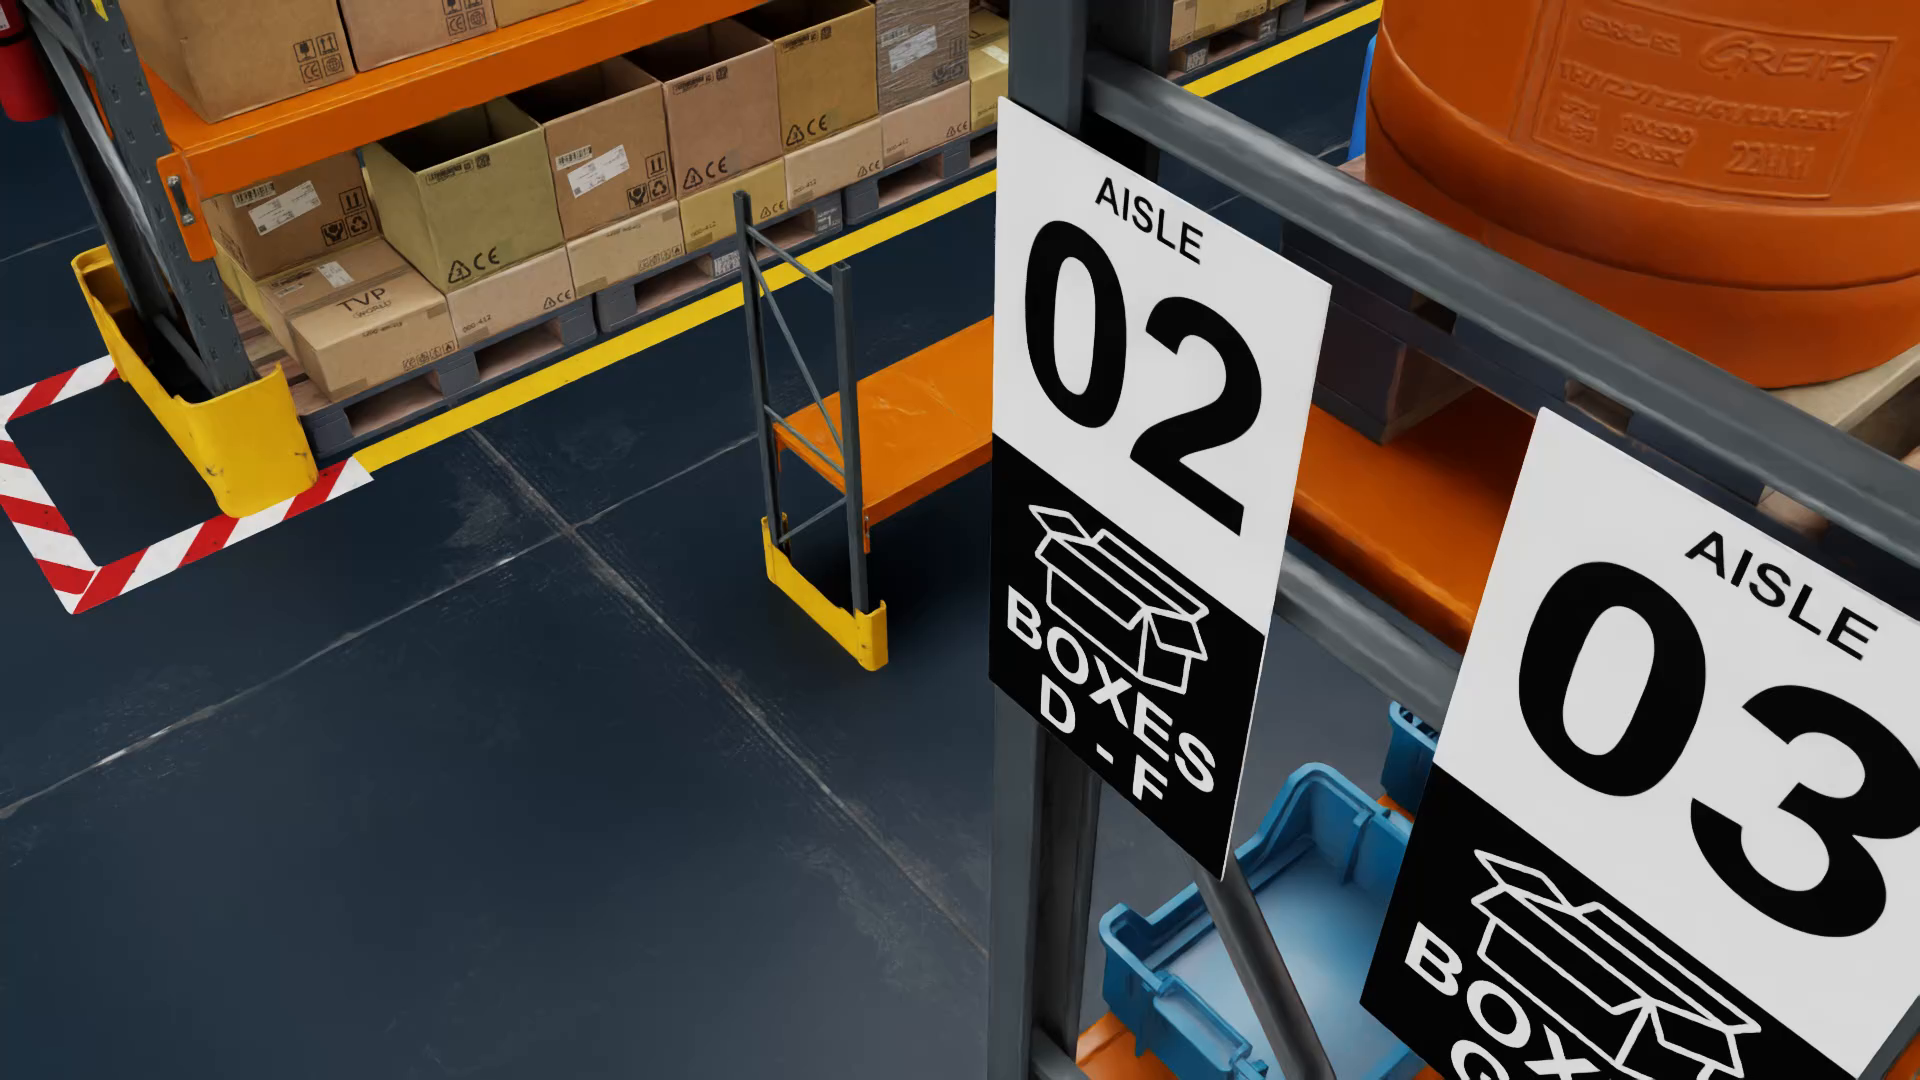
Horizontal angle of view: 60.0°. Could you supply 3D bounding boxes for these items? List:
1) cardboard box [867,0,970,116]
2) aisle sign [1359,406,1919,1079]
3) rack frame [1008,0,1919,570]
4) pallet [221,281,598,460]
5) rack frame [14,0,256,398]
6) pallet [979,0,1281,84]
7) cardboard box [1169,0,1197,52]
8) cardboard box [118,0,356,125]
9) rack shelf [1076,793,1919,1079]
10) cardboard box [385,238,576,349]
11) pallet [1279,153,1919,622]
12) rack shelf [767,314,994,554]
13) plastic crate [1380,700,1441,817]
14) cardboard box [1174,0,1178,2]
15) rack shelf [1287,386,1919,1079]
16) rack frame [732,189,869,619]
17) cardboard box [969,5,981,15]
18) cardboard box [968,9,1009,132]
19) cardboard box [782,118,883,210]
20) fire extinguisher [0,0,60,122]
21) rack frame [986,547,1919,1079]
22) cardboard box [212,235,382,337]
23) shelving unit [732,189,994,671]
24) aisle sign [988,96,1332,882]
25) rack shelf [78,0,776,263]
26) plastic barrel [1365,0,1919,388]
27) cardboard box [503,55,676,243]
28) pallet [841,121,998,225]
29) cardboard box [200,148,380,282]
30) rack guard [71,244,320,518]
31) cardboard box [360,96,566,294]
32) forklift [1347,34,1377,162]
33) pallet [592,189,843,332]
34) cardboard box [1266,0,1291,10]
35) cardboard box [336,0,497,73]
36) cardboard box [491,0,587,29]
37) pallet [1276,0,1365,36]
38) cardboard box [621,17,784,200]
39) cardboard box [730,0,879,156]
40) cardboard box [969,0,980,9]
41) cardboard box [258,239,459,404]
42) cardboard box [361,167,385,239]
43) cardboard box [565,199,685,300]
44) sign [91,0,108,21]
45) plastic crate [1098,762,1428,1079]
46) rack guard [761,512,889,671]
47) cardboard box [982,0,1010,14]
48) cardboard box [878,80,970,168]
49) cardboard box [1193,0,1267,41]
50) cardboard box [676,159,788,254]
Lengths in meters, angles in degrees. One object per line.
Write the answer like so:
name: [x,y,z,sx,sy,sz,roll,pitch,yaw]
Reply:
cardboard box: [-0.305,-2.194,7.049,0.500,0.500,0.500,-30,51,-28]
aisle sign: [0.541,0.296,1.345,0.004,0.787,0.394,-30,51,-28]
rack frame: [0.408,-1.129,0.379,0.127,3.000,1.000,-30,51,-28]
pallet: [-2.207,-0.886,6.539,1.213,0.211,1.003,-30,51,-28]
rack frame: [-2.767,-1.545,5.204,0.127,3.000,1.000,-30,51,-28]
pallet: [0.841,-2.629,8.395,1.213,0.211,1.003,-30,51,-28]
cardboard box: [0.770,-2.499,7.922,0.500,0.250,0.500,-31,51,-29]
cardboard box: [-2.401,-1.780,5.381,0.500,0.500,0.700,-30,51,-28]
rack shelf: [1.942,0.442,3.614,4.000,0.370,1.077,-30,51,-28]
cardboard box: [-1.832,-1.036,6.364,0.500,0.250,0.500,-30,51,-28]
pallet: [1.106,-0.279,1.802,1.213,0.211,1.003,-30,51,-28]
rack shelf: [-0.065,-0.378,5.320,1.000,0.185,0.538,-30,51,-28]
plastic crate: [1.102,0.453,3.185,0.408,0.251,0.499,-30,51,-28]
cardboard box: [0.778,-2.708,7.734,0.500,0.311,0.500,-30,51,-28]
rack shelf: [1.942,-0.652,2.587,4.000,0.370,1.077,-30,51,-28]
rack frame: [-0.455,-0.286,4.959,0.032,1.500,0.500,-30,51,-28]
cardboard box: [-0.249,-2.408,7.825,0.500,0.250,0.500,-30,51,-28]
cardboard box: [0.086,-2.134,7.533,0.500,0.250,0.500,-30,51,-28]
cardboard box: [-0.678,-1.692,7.062,0.500,0.250,0.500,-30,51,-28]
fire extinguisher: [-3.156,-1.709,5.435,0.183,0.674,0.296,-30,51,-28]
rack frame: [0.408,1.058,2.432,0.127,3.000,1.000,-30,51,-28]
cardboard box: [-2.545,-1.086,6.417,0.500,0.250,0.500,-30,51,-28]
shelving unit: [-0.058,-0.513,5.201,1.083,1.500,0.587,-30,51,-28]
aisle sign: [0.162,-0.014,1.675,0.004,0.787,0.394,-30,51,-28]
rack shelf: [-1.233,-2.161,6.385,4.000,0.370,1.077,-30,51,-28]
plastic barrel: [0.699,-0.625,1.413,0.708,0.830,0.600,-30,51,-28]
cardboard box: [-1.455,-1.535,6.347,0.500,0.500,0.500,-30,51,-28]
pallet: [-0.336,-1.958,7.680,1.213,0.211,1.003,-30,51,-28]
cardboard box: [-2.547,-1.361,6.162,0.500,0.500,0.500,-30,51,-28]
rack guard: [-2.785,-0.623,6.048,0.348,0.500,1.175,-30,51,-28]
cardboard box: [-1.831,-1.308,6.106,0.500,0.500,0.500,-30,51,-28]
forklift: [3.015,-2.453,6.221,3.031,2.935,1.130,-25,49,-24]
pallet: [-1.272,-1.419,7.107,1.213,0.211,1.003,-30,51,-28]
cardboard box: [1.558,-2.952,8.404,0.500,0.250,0.500,-31,52,-29]
cardboard box: [-2.001,-2.013,5.629,0.500,0.500,0.700,-28,50,-27]
cardboard box: [-1.616,-2.228,5.858,0.500,0.500,0.700,-29,51,-28]
pallet: [1.778,-3.168,8.969,1.213,0.211,1.003,-30,51,-28]
cardboard box: [-1.061,-1.745,6.571,0.500,0.500,0.500,-30,51,-28]
cardboard box: [-0.686,-1.972,6.813,0.500,0.500,0.500,-30,51,-28]
cardboard box: [-0.255,-2.687,7.573,0.500,0.500,0.500,-30,51,-28]
cardboard box: [-2.213,-0.814,6.128,0.500,0.250,0.500,-30,51,-28]
cardboard box: [-2.169,-1.312,6.658,0.500,0.250,0.500,-30,51,-28]
cardboard box: [-1.448,-1.255,6.597,0.500,0.250,0.500,-30,51,-28]
sign: [-2.415,-1.595,4.567,0.005,0.325,0.100,-30,51,-28]
plastic crate: [0.600,0.735,2.885,0.616,0.251,0.499,-30,51,-28]
rack guard: [-0.440,0.161,5.396,0.087,0.250,0.587,-30,51,-28]
cardboard box: [0.433,-2.787,8.228,0.500,0.250,0.500,-30,51,-28]
cardboard box: [-0.304,-1.920,7.305,0.500,0.250,0.500,-30,51,-28]
cardboard box: [1.163,-2.723,8.160,0.500,0.250,0.500,-29,50,-27]
cardboard box: [-1.061,-1.472,6.828,0.500,0.250,0.500,-30,51,-28]
